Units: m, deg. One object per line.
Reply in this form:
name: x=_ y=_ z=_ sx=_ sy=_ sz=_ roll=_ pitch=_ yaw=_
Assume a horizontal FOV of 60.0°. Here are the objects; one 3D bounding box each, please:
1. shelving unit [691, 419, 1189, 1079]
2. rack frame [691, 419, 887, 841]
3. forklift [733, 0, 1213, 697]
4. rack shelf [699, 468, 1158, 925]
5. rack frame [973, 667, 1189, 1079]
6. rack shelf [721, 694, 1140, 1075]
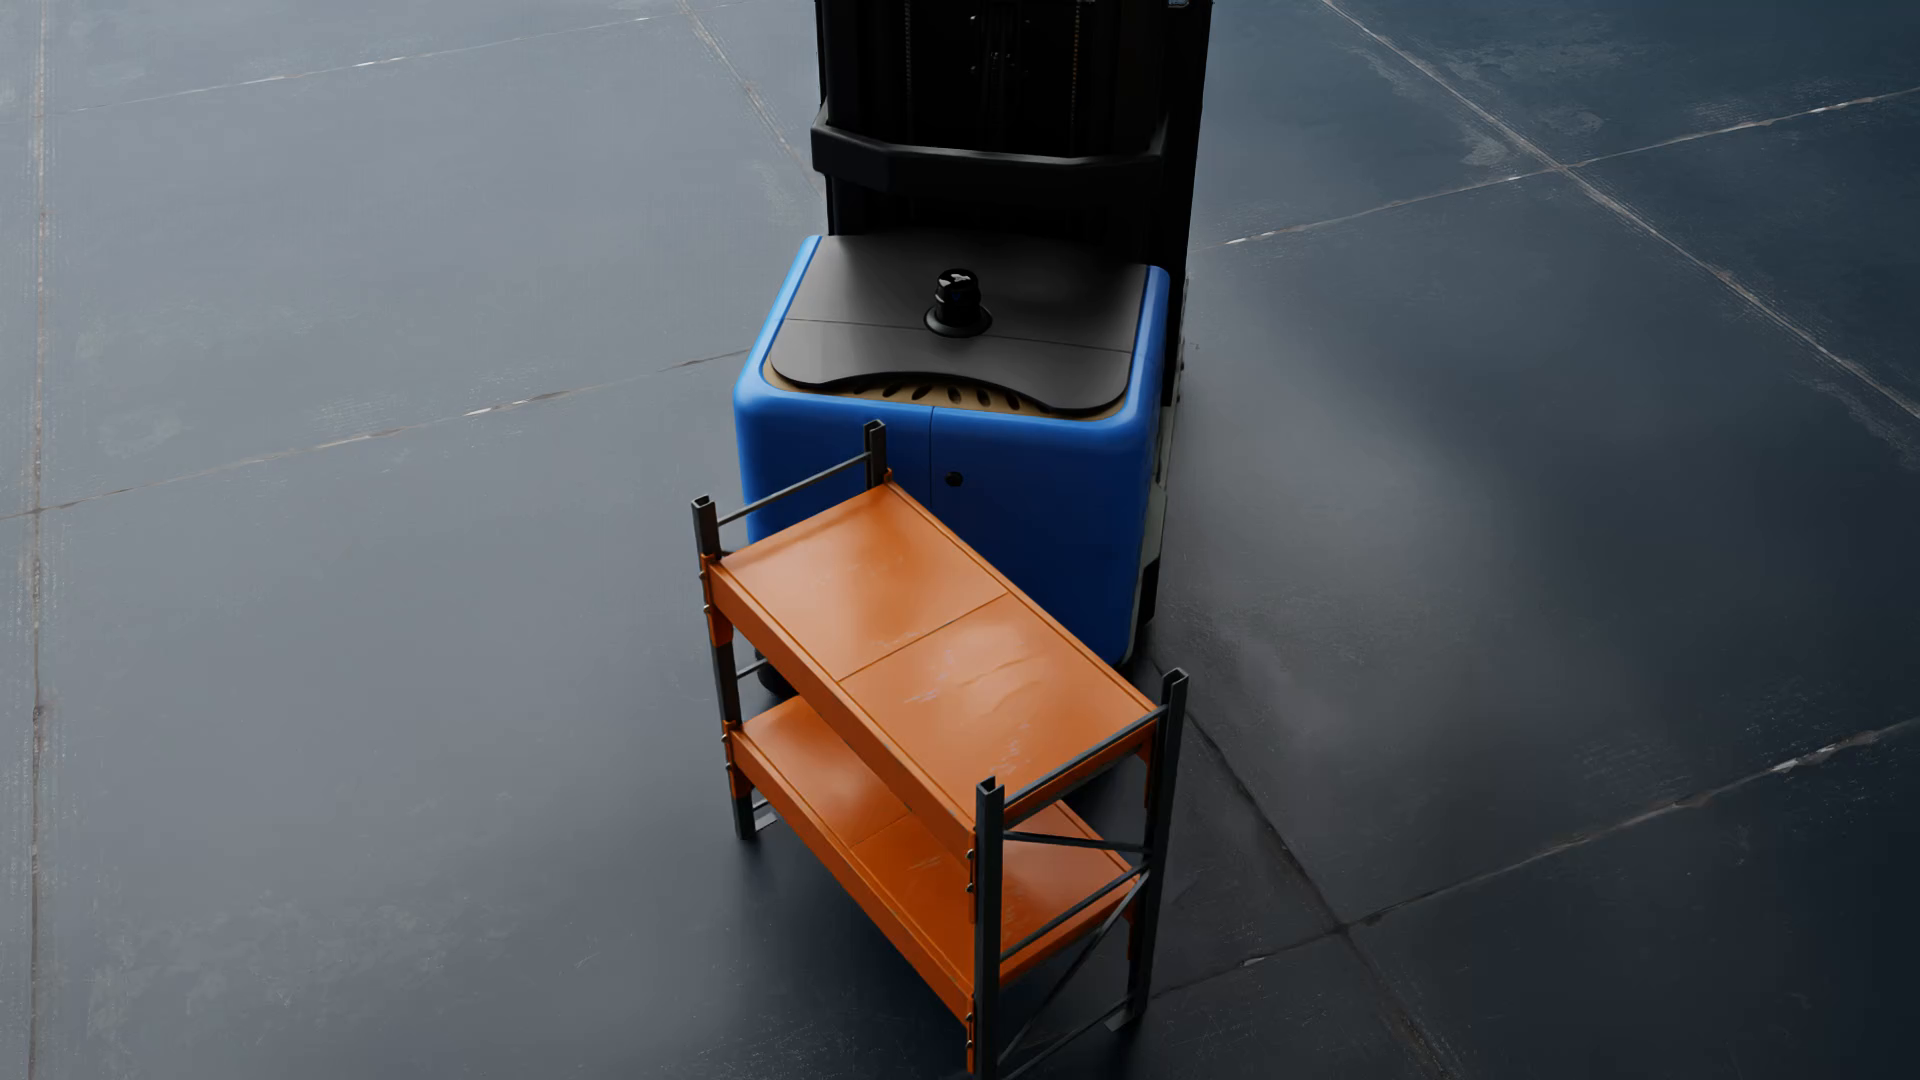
shelving unit: x=-0.071 y=0.515 z=3.788 sx=0.538 sy=1.125 sz=1.048 roll=-26 pitch=47 yaw=-27
rack frame: x=-0.379 y=0.251 z=4.095 sx=0.500 sy=1.125 sz=0.032 roll=-26 pitch=47 yaw=-27
forklift: x=0.186 y=-1.546 z=4.800 sx=1.130 sy=2.935 sz=3.031 roll=6 pitch=41 yaw=7
rack shelf: x=-0.071 y=0.293 z=3.597 sx=0.538 sy=0.278 sz=1.000 roll=-26 pitch=47 yaw=-27
rack frame: x=0.236 y=0.779 z=3.481 sx=0.500 sy=1.125 sz=0.032 roll=-26 pitch=47 yaw=-27
rack shelf: x=-0.071 y=0.701 z=3.947 sx=0.538 sy=0.278 sz=1.000 roll=-26 pitch=47 yaw=-27
